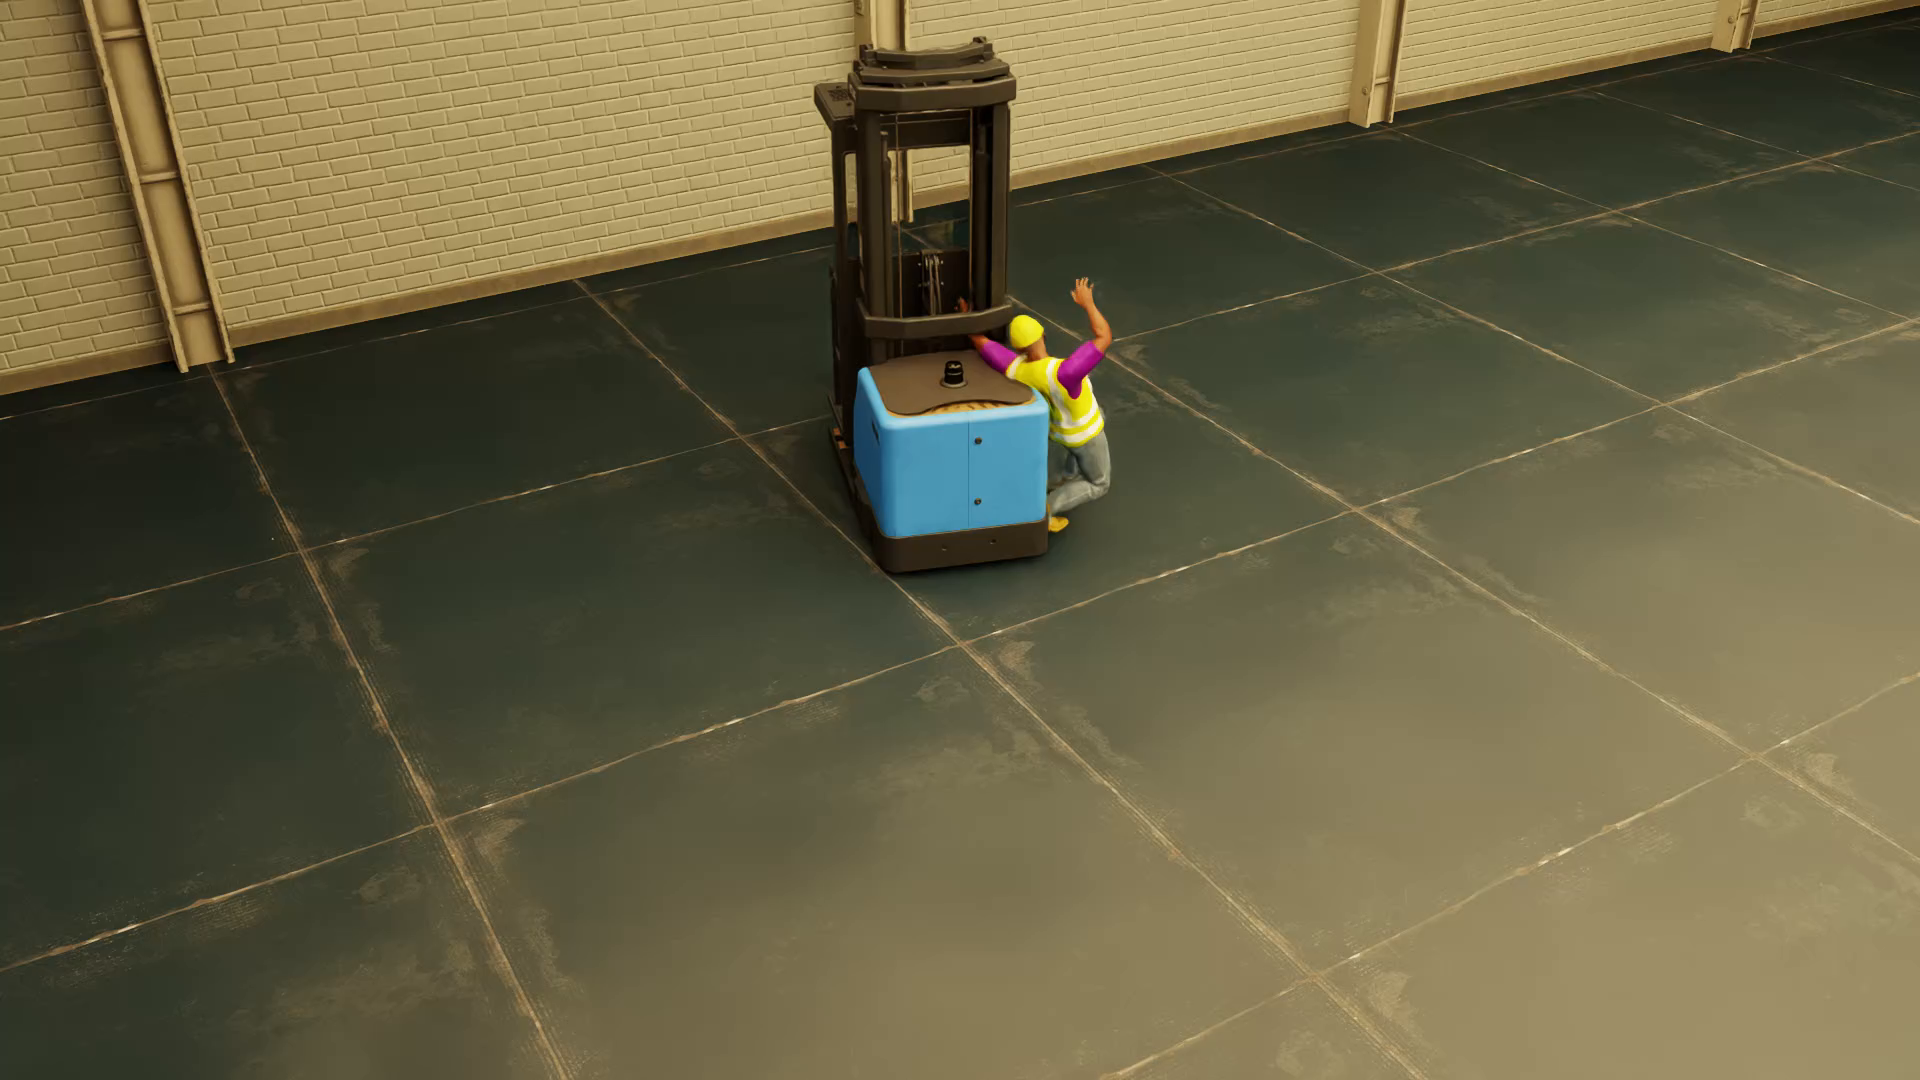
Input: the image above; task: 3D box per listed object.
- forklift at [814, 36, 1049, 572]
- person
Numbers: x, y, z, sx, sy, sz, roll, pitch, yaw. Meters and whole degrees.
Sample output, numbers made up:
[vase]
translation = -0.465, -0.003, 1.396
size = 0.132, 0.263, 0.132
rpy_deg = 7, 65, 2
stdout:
[forklift]
translation = -0.290, -1.807, 10.665
size = 1.130, 2.935, 3.031
rpy_deg = -7, 32, -11
[person]
translation = 0.541, -0.933, 10.432
size = 0.854, 1.636, 1.156
rpy_deg = -20, 36, -30
